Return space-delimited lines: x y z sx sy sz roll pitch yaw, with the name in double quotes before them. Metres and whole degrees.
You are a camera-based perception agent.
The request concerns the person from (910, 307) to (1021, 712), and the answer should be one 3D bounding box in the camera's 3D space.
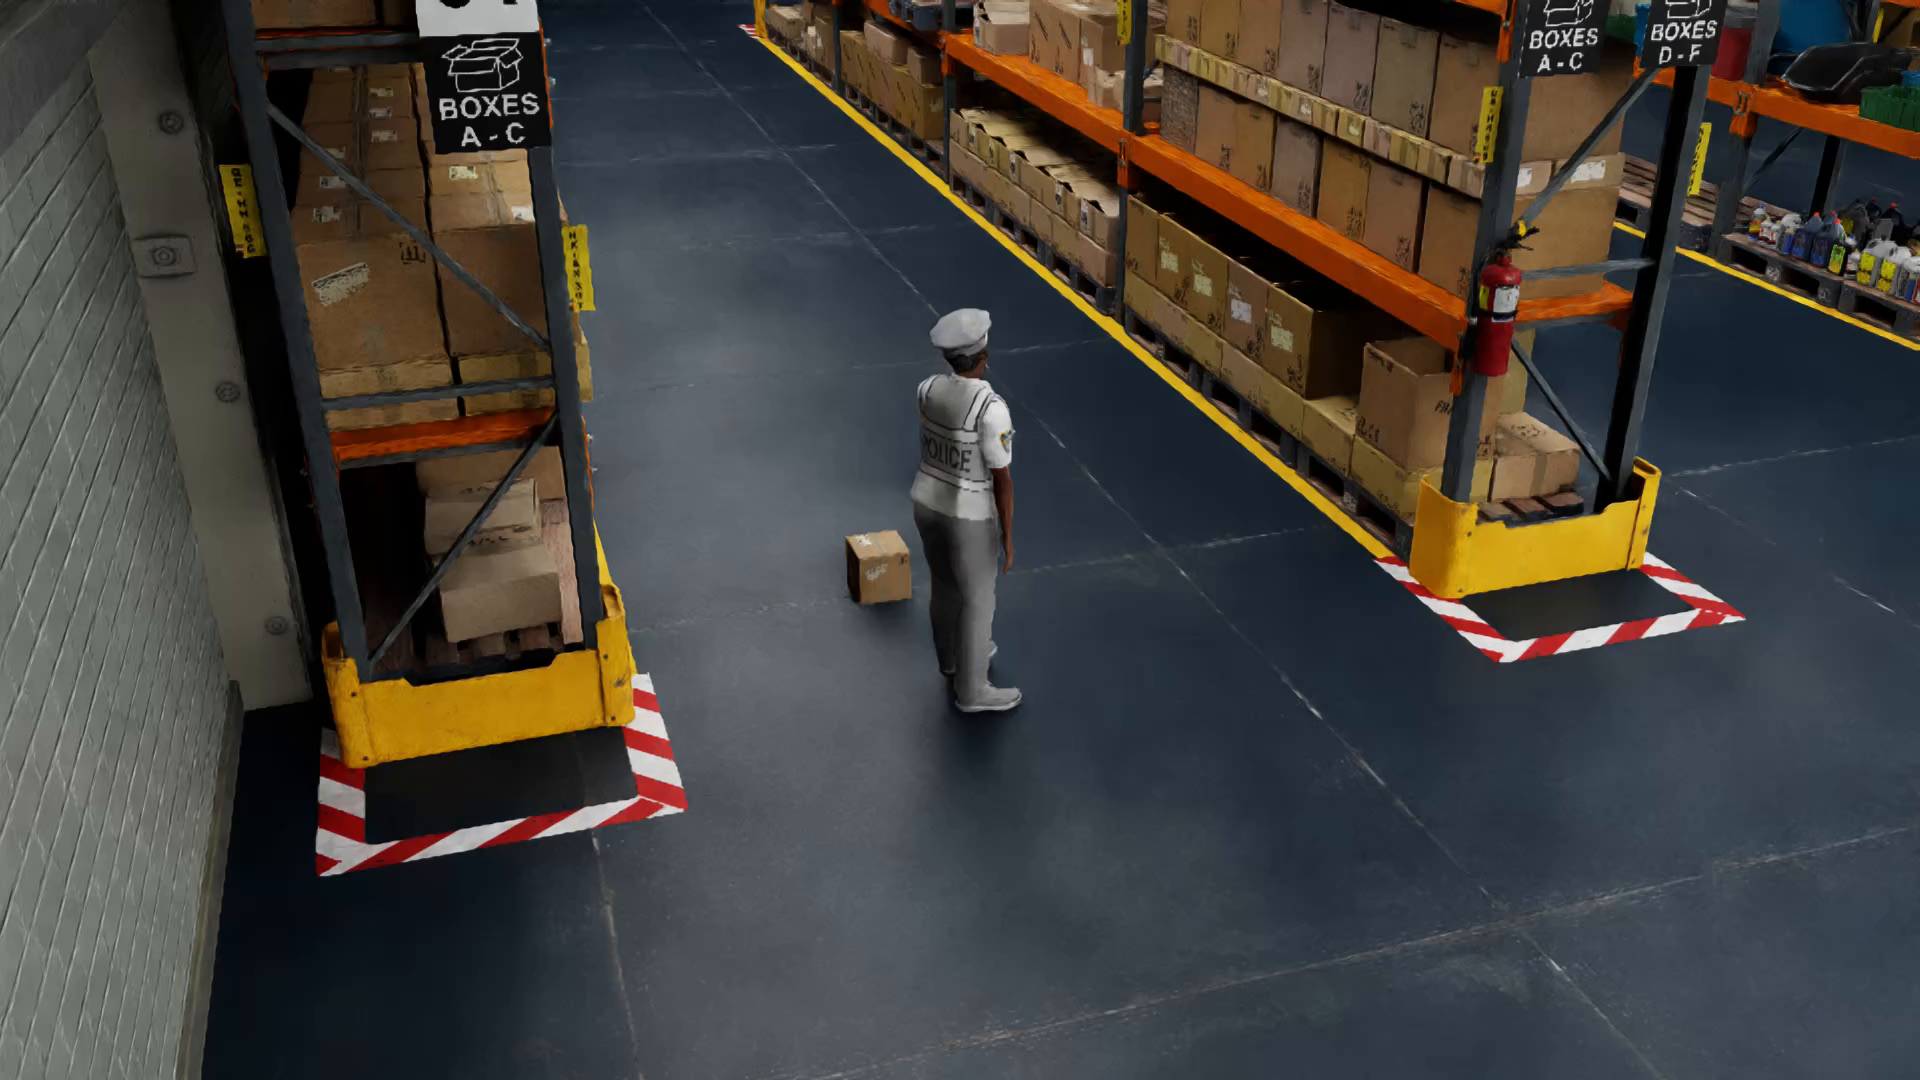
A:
"person" 0.073 -0.117 6.789 0.508 1.685 0.484 21 33 36
